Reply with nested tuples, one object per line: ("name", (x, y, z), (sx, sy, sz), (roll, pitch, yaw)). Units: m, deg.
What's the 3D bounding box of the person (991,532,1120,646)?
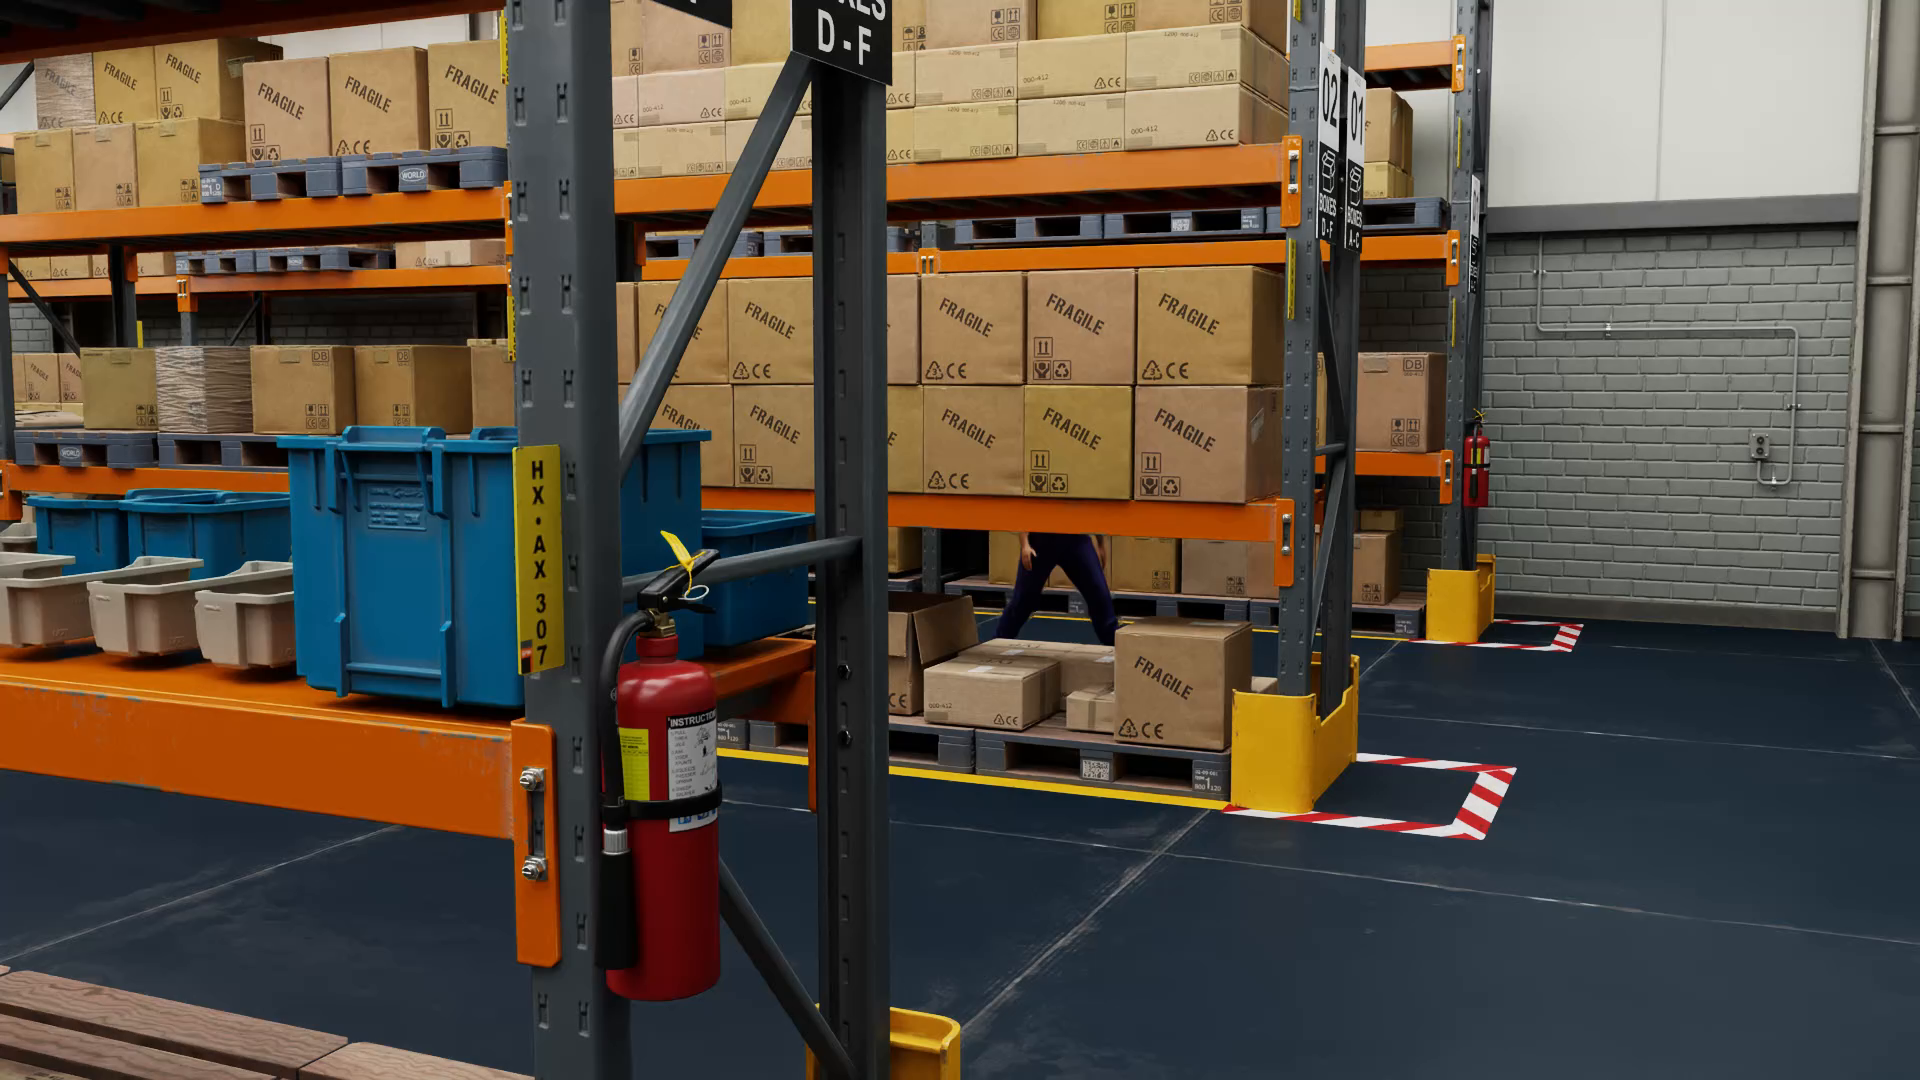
("person", (0.646, 0.046, 10.123), (0.807, 1.589, 0.924), (-1, 6, -11))
